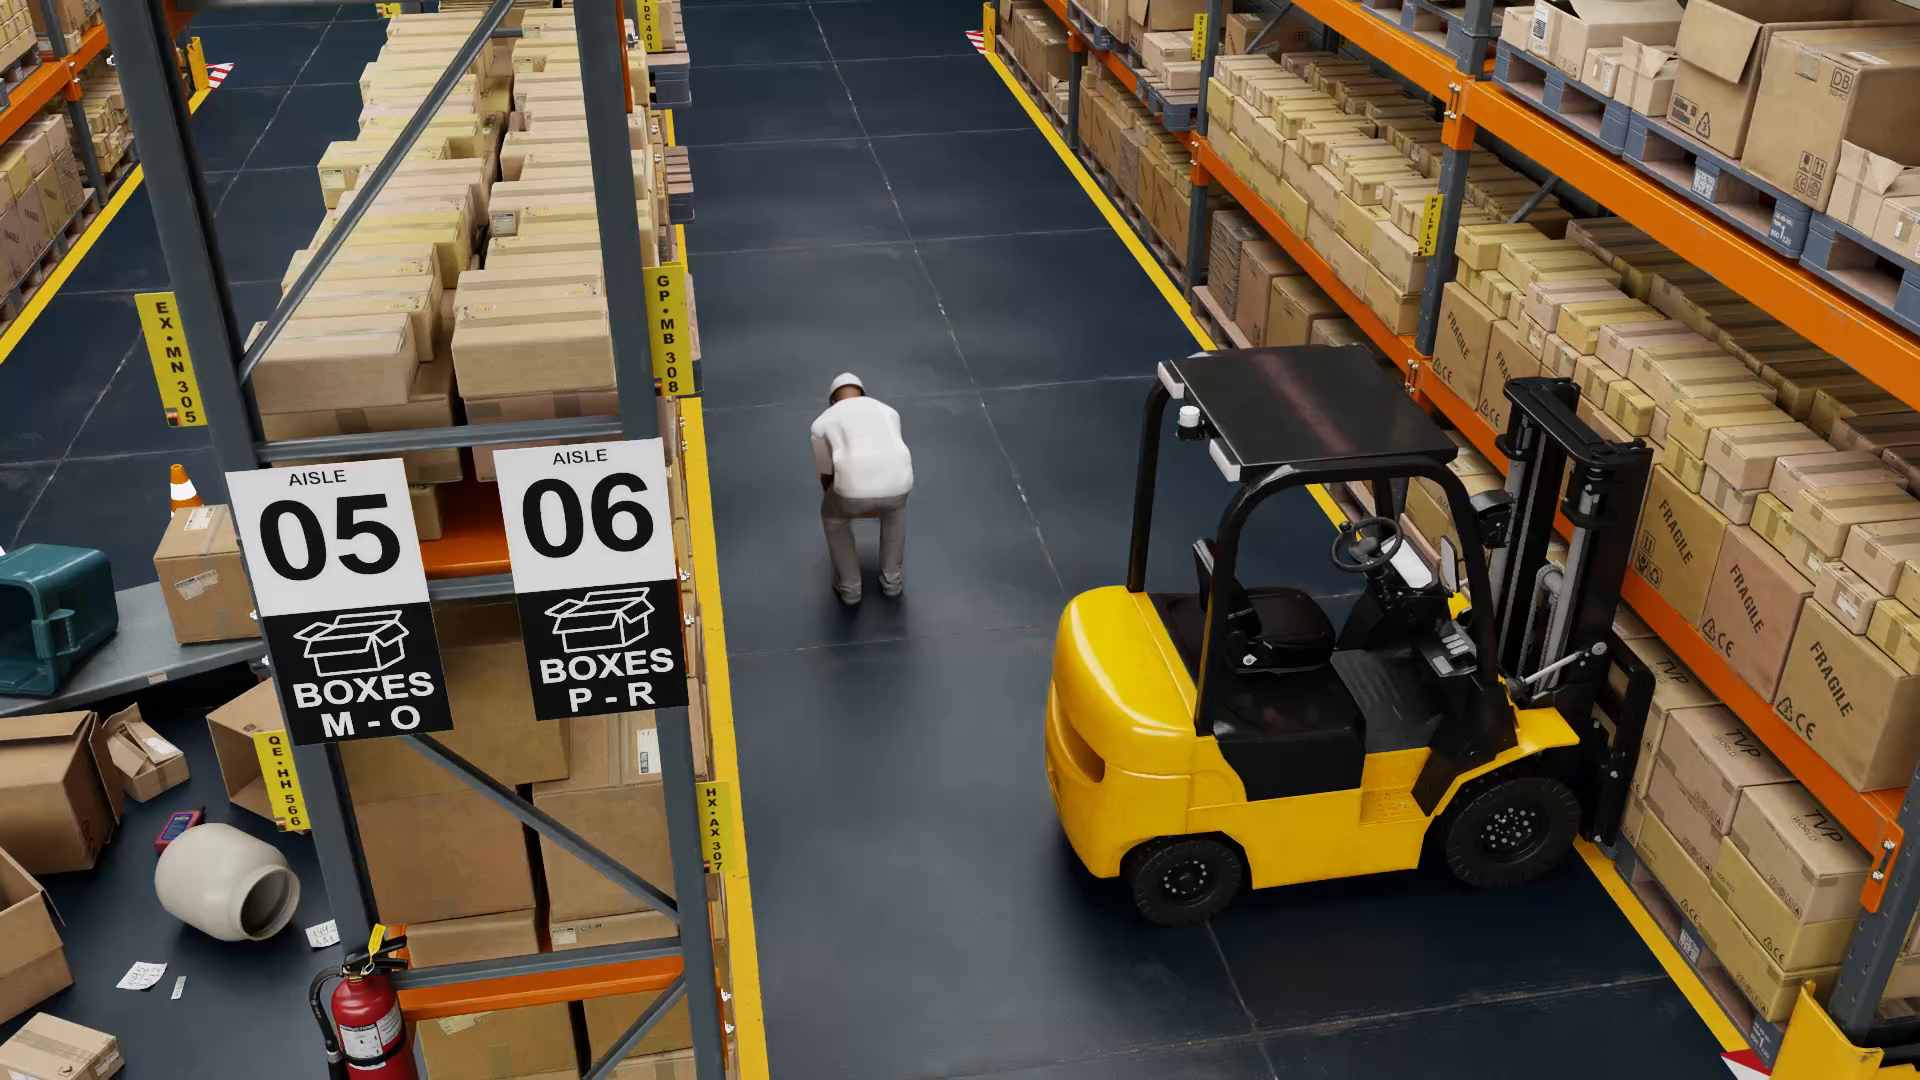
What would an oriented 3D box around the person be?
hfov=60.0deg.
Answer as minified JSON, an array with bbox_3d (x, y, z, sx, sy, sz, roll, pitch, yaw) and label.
[{"bbox_3d":[-0.548,-0.274,9.249,0.508,1.084,0.966,-7,31,-12],"label":"person"}]
